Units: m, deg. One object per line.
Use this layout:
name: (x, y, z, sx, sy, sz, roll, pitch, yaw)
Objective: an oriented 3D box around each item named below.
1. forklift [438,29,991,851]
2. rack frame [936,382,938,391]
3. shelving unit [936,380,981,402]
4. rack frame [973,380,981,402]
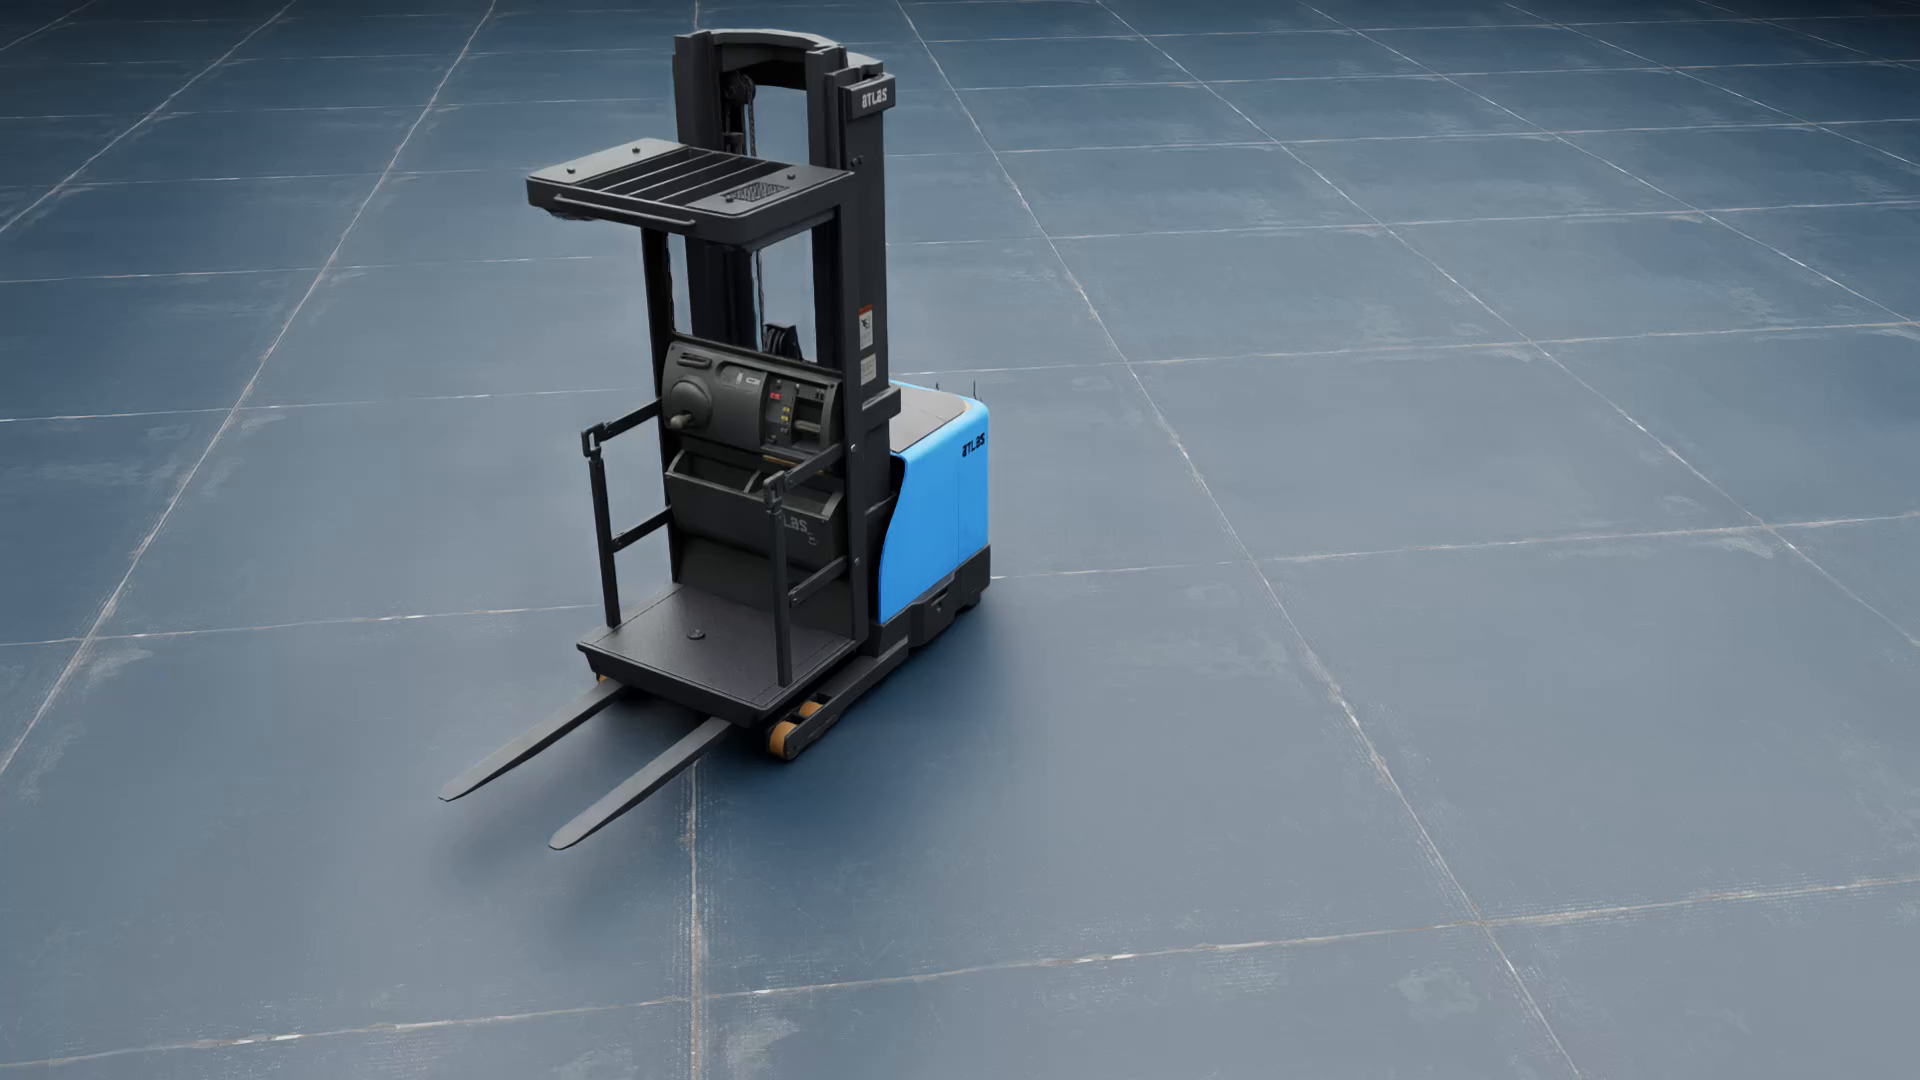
forklift: (-1.042, -0.576, 7.161, 1.130, 2.935, 3.031, 16, 31, 28)
rack frame: (-0.109, -0.393, 9.031, 0.006, 0.900, 0.240, -4, 27, -7)
shelving unit: (-0.008, -0.400, 9.044, 0.210, 0.900, 0.258, -4, 27, -7)
rack frame: (0.093, -0.406, 9.056, 0.006, 0.900, 0.240, -4, 27, -7)
